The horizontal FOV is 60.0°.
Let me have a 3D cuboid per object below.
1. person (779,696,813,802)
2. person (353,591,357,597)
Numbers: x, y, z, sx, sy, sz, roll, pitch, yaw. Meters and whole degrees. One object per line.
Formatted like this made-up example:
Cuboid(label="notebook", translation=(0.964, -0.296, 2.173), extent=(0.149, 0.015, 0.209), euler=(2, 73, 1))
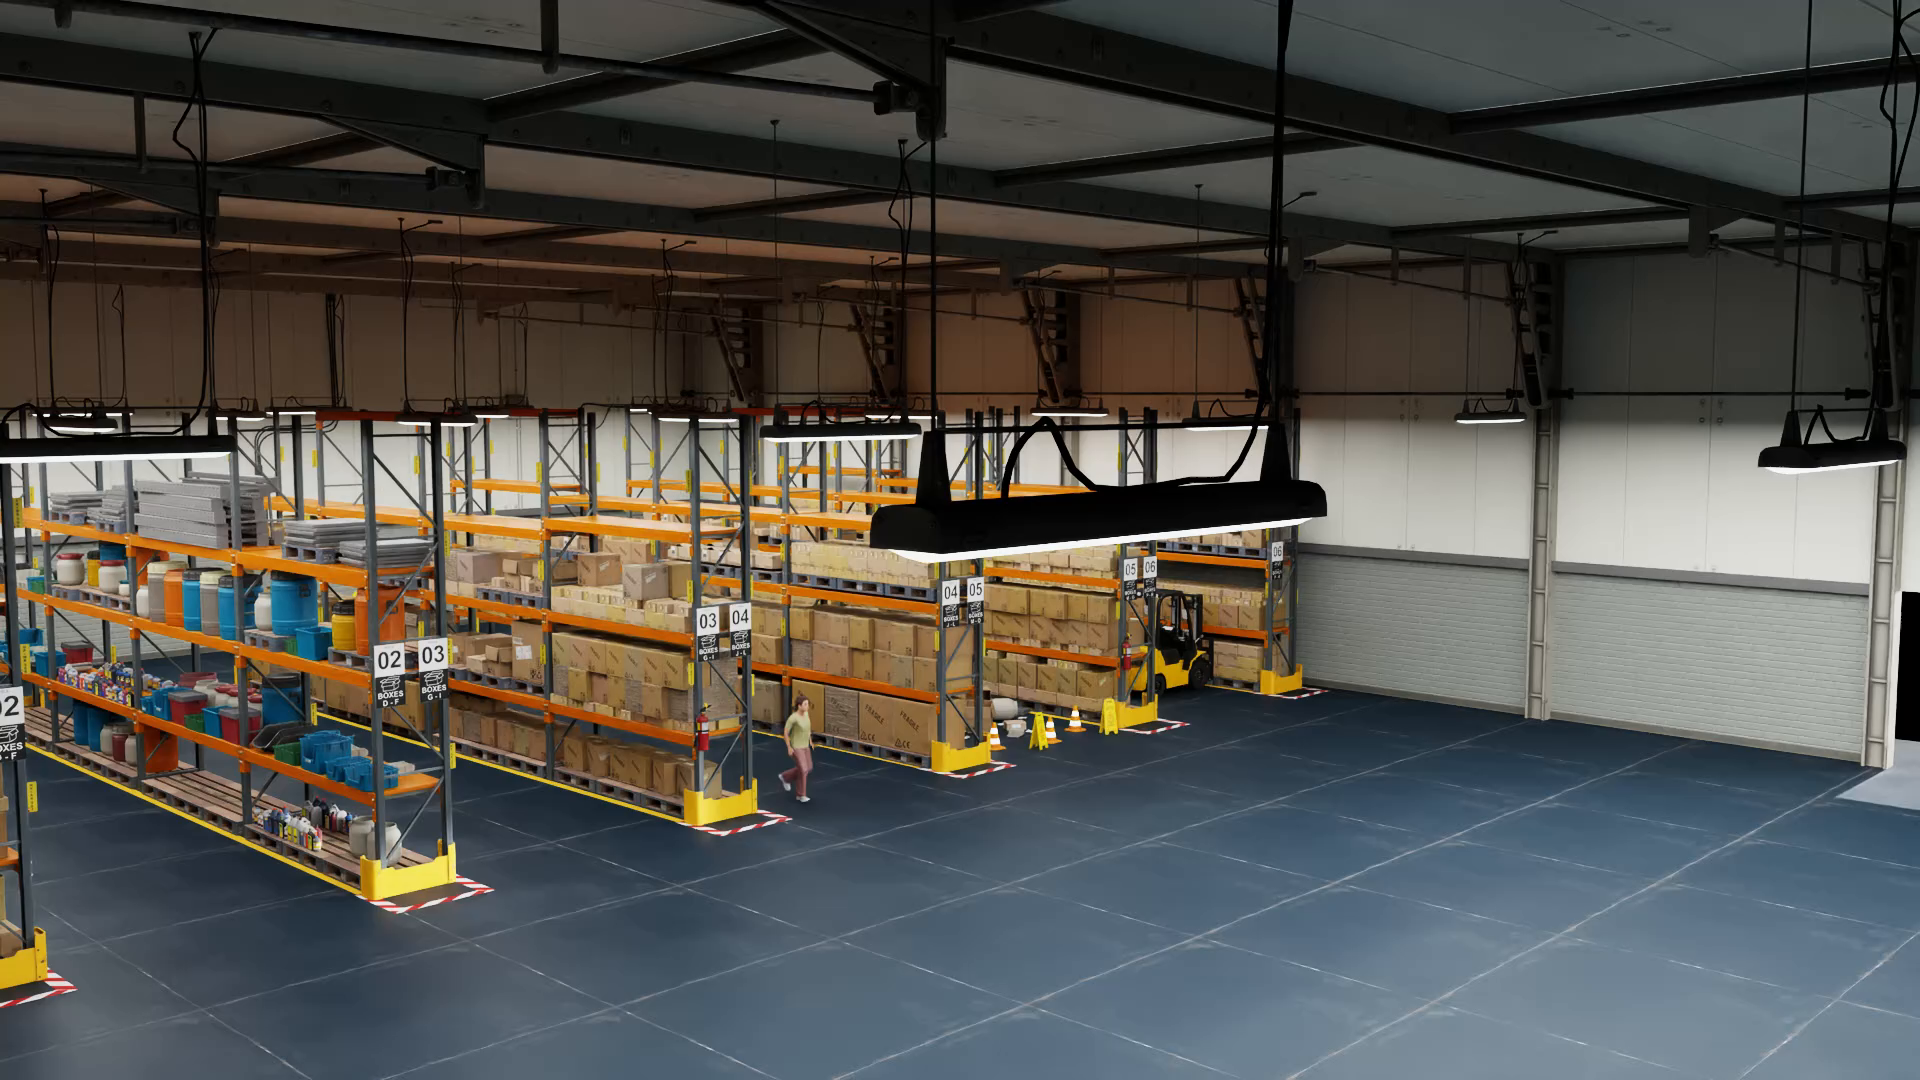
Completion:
Cuboid(label="person", translation=(-2.570, 3.227, 25.914), extent=(0.672, 1.640, 0.536), euler=(3, 6, 31))
Cuboid(label="person", translation=(-14.021, 2.044, 38.788), extent=(0.602, 1.738, 1.024), euler=(2, 5, 22))
